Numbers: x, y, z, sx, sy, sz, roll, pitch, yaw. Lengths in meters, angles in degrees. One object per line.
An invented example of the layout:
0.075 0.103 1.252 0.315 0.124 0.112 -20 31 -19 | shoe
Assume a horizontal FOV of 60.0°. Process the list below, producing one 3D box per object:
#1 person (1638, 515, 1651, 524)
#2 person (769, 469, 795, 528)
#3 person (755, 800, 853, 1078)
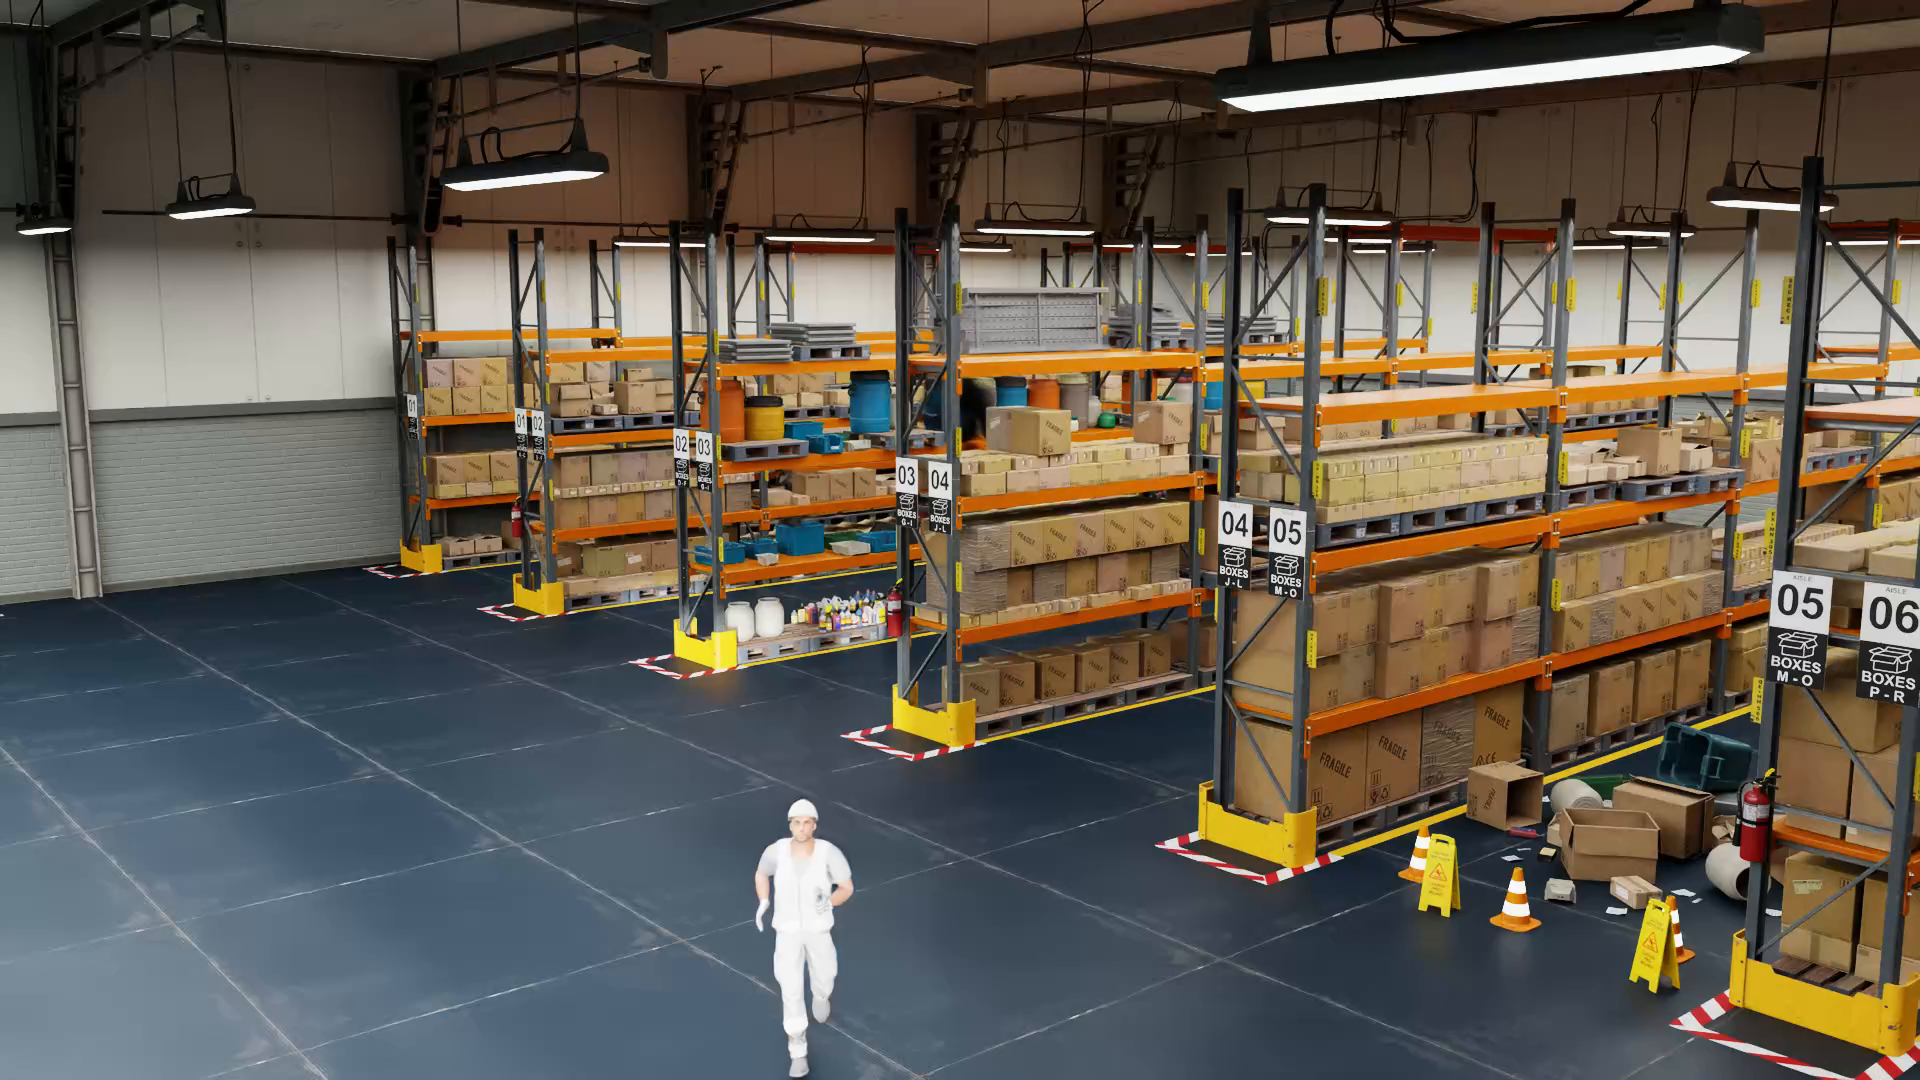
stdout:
10.684 0.391 25.997 0.584 1.617 0.571 -8 12 -43 | person
-3.400 -0.676 32.524 0.639 1.774 0.734 8 12 43 | person
-1.046 2.599 11.137 0.670 1.765 0.914 0 9 -2 | person
